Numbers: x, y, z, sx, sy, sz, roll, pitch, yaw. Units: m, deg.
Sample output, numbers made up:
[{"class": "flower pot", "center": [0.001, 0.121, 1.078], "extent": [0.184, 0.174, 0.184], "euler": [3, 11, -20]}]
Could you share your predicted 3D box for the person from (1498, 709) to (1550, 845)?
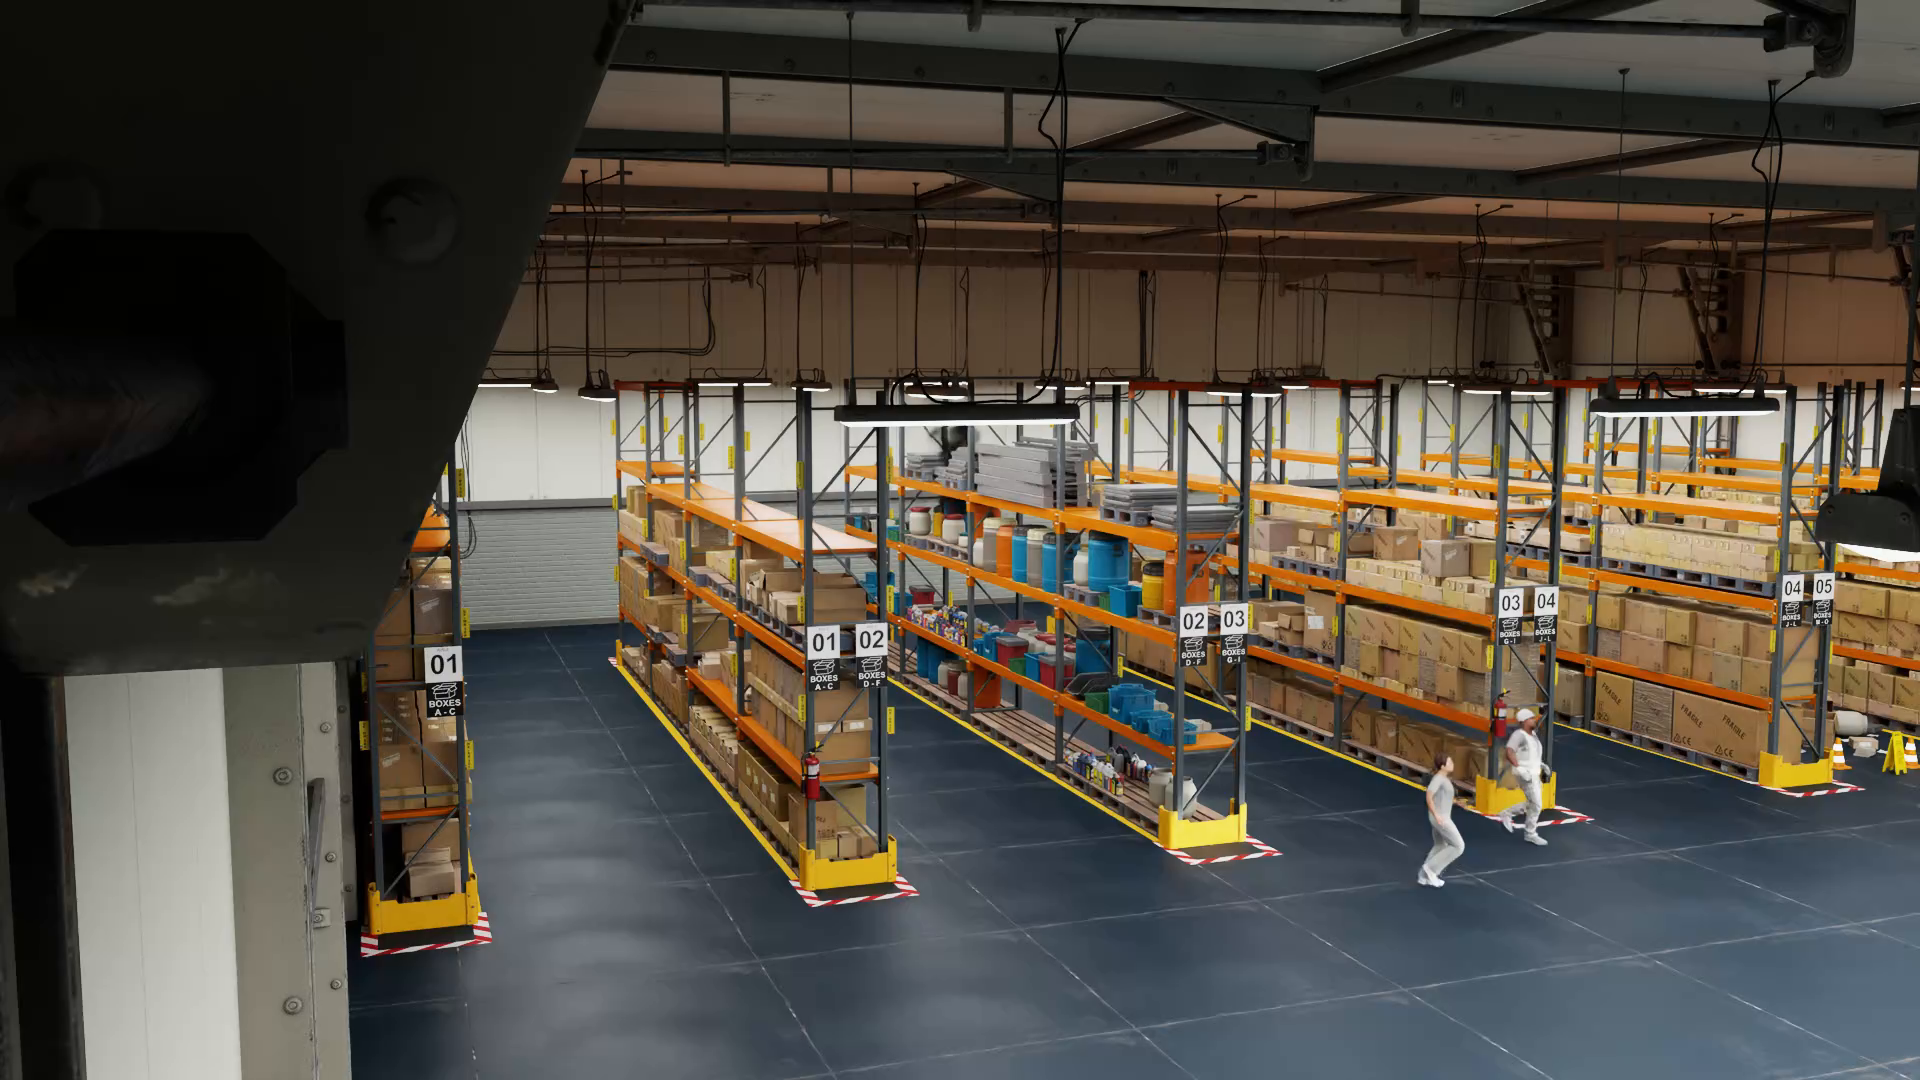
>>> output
[{"class": "person", "center": [7.557, 3.132, 22.179], "extent": [0.682, 1.748, 0.728], "euler": [5, 8, 37]}]

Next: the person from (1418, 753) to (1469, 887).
[{"class": "person", "center": [5.863, 3.385, 20.137], "extent": [0.576, 1.638, 0.573], "euler": [1, 6, 12]}]
